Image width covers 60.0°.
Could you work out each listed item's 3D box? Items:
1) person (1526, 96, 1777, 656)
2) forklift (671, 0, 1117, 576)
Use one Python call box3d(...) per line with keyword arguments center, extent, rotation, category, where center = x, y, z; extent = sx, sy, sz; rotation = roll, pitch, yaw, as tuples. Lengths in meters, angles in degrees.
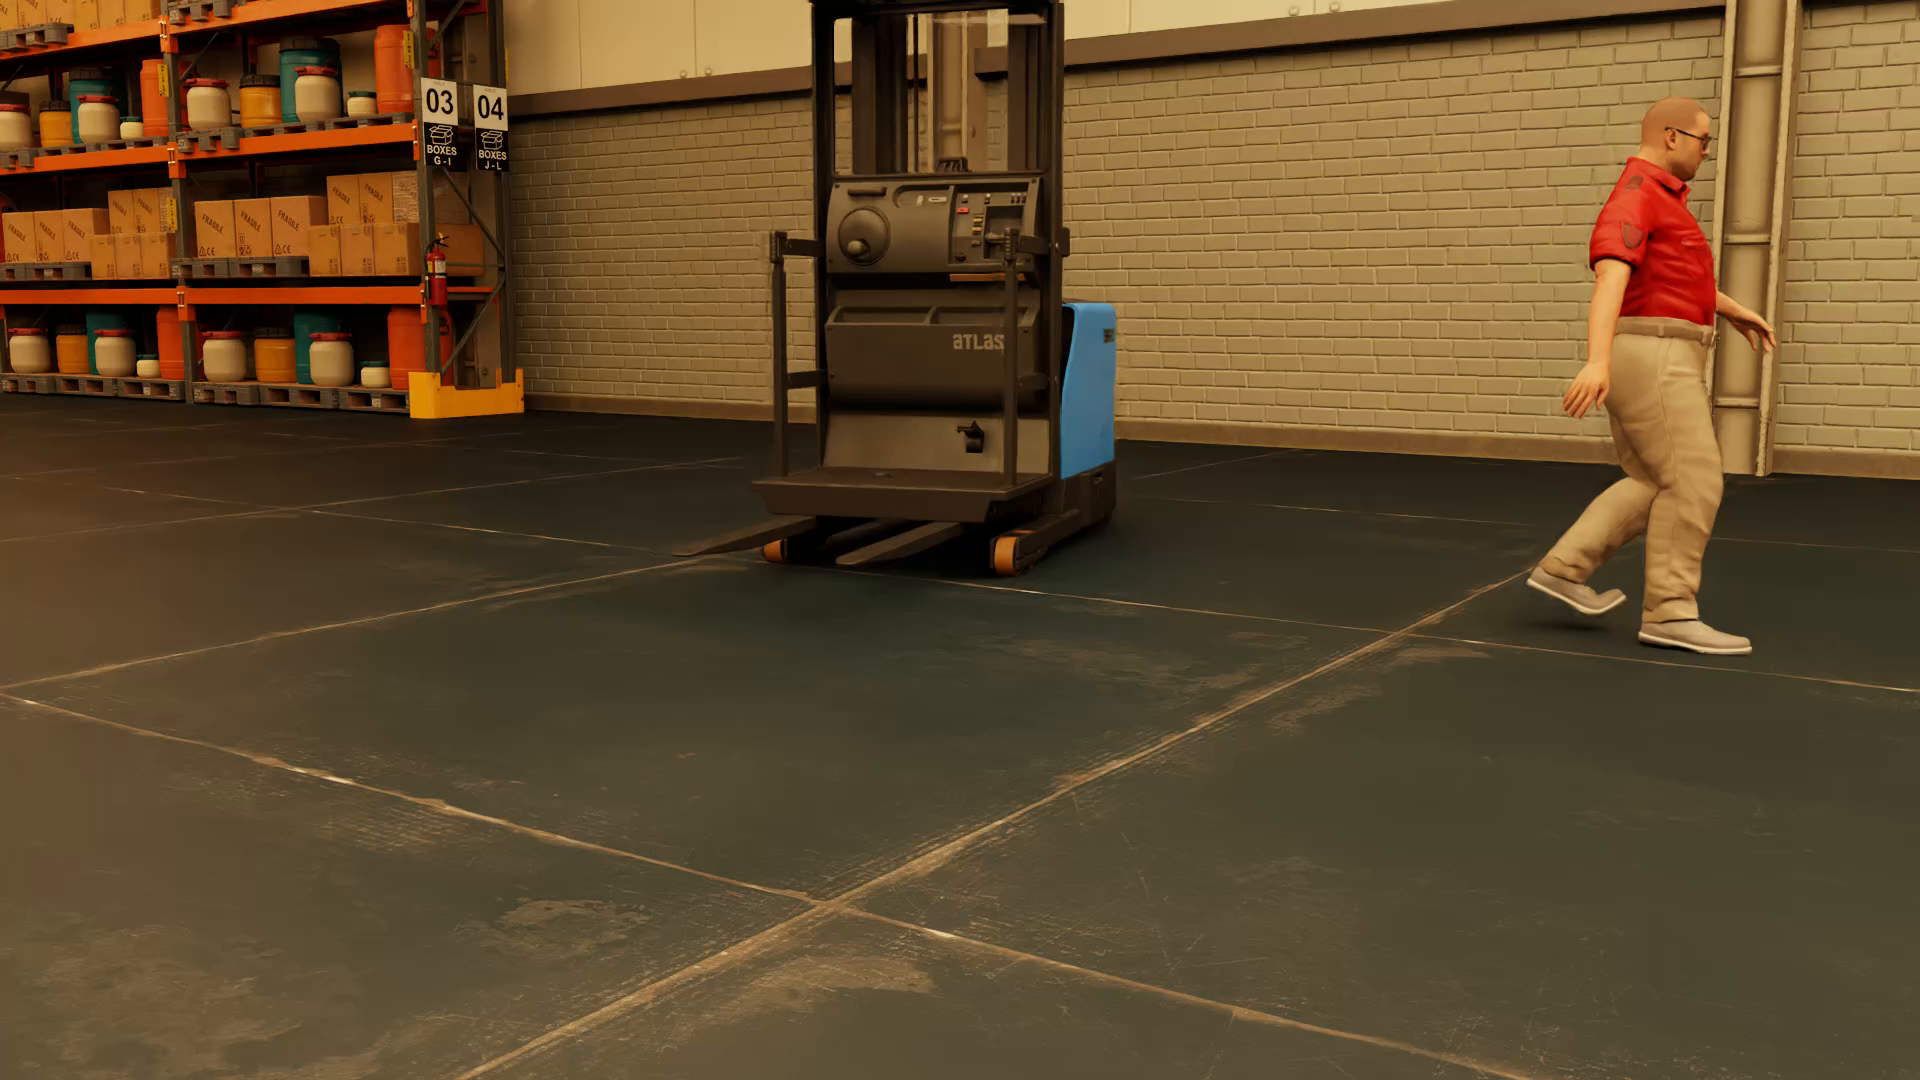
box3d(center=(2.190, -0.520, 5.234), extent=(0.730, 1.709, 0.909), rotation=(3, 9, 22), category="person")
box3d(center=(-0.185, -1.369, 6.817), extent=(1.130, 2.935, 3.031), rotation=(3, 9, 19), category="forklift")
